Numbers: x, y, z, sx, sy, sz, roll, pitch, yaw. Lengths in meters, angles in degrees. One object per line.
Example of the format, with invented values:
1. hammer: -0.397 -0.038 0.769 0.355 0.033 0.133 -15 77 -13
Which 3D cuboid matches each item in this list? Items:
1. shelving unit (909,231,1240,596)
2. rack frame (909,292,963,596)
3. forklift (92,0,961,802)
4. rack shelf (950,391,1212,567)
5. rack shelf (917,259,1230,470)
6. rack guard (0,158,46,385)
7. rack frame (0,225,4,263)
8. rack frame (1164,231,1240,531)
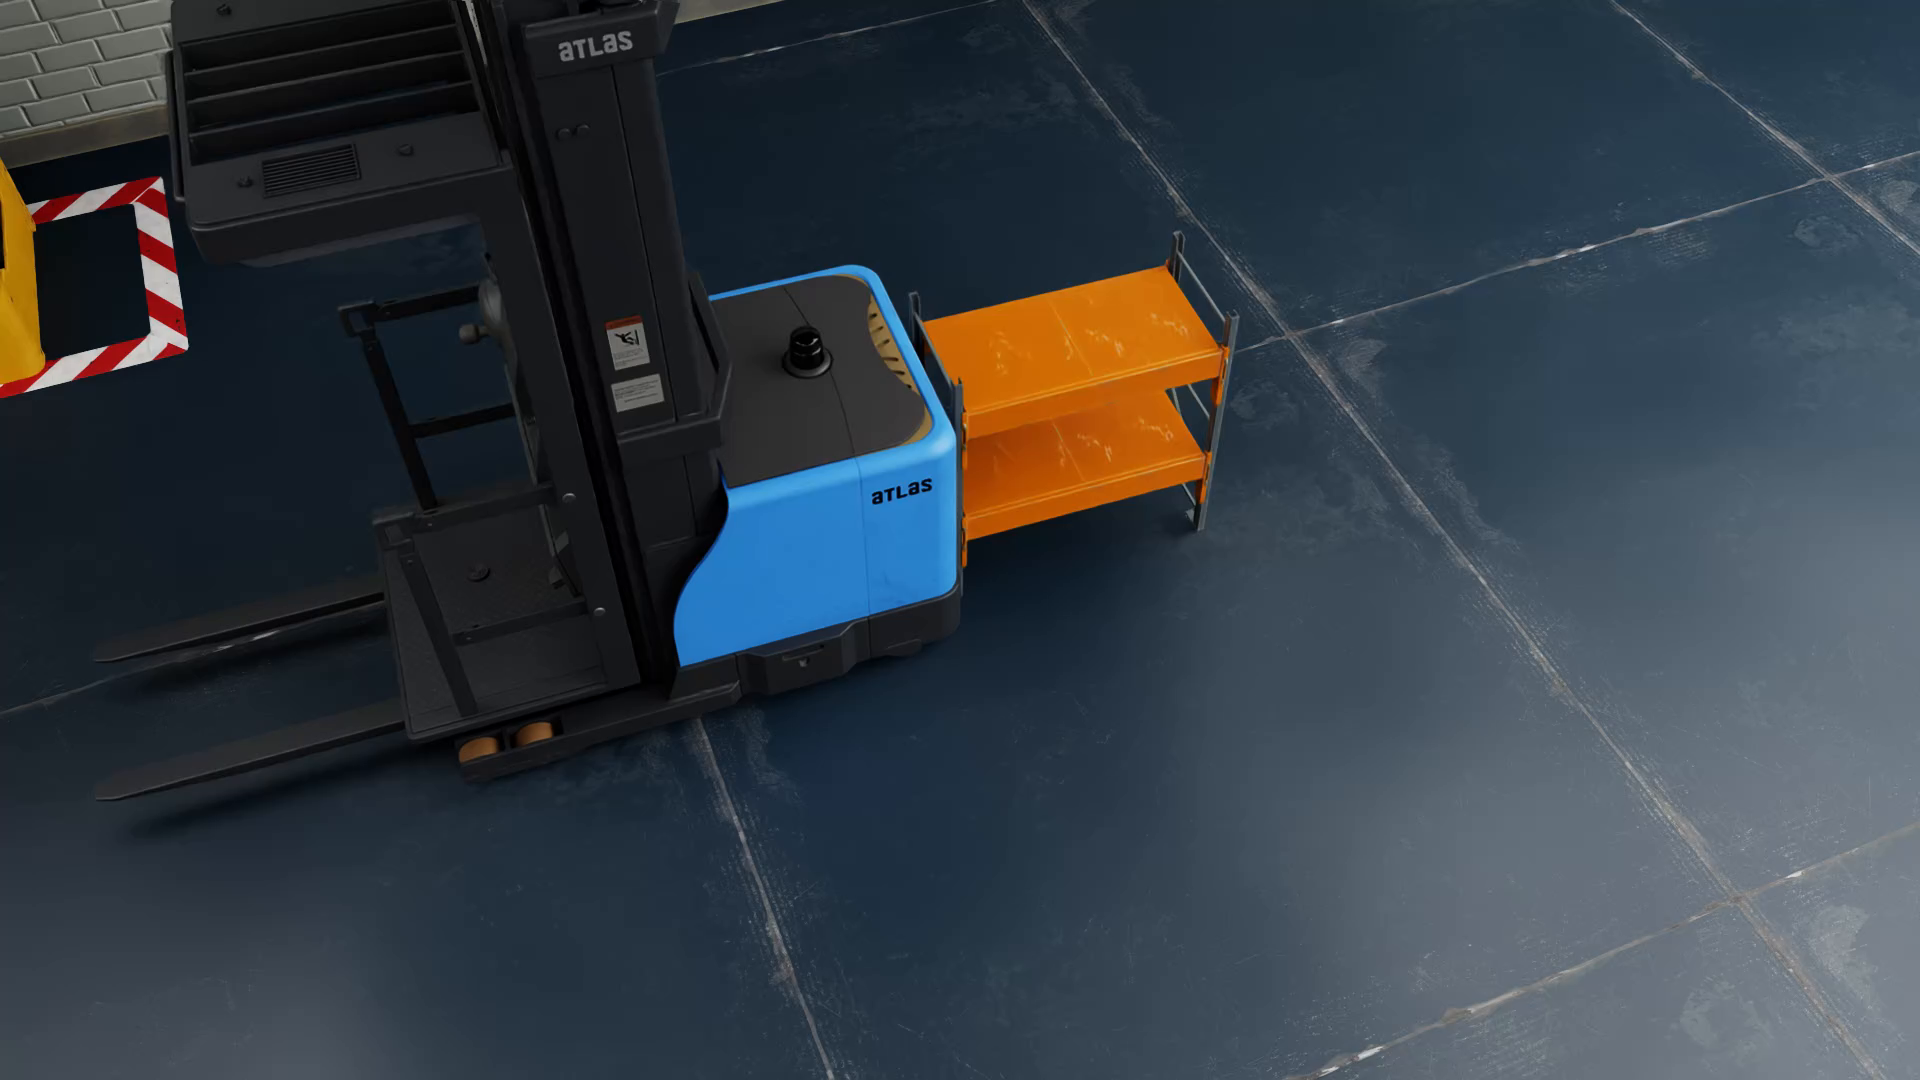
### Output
1. shelving unit: 0.395 -0.454 6.240 1.048 1.125 0.538 -15 51 -12
2. rack frame: -0.085 -0.326 6.130 0.032 1.125 0.500 -15 51 -12
3. forklift: -1.572 -0.560 5.140 3.031 2.935 1.130 -15 51 -12
4. rack shelf: 0.395 -0.295 6.425 1.000 0.278 0.538 -15 51 -12
5. rack shelf: 0.395 -0.645 6.018 1.000 0.278 0.538 -15 51 -12
6. rack guard: -4.344 -1.247 7.332 0.348 0.500 1.175 -17 52 -14
7. rack frame: -4.366 -2.054 6.378 0.127 3.000 1.000 -17 52 -14
8. rack frame: 0.874 -0.582 6.350 0.032 1.125 0.500 -15 51 -12
